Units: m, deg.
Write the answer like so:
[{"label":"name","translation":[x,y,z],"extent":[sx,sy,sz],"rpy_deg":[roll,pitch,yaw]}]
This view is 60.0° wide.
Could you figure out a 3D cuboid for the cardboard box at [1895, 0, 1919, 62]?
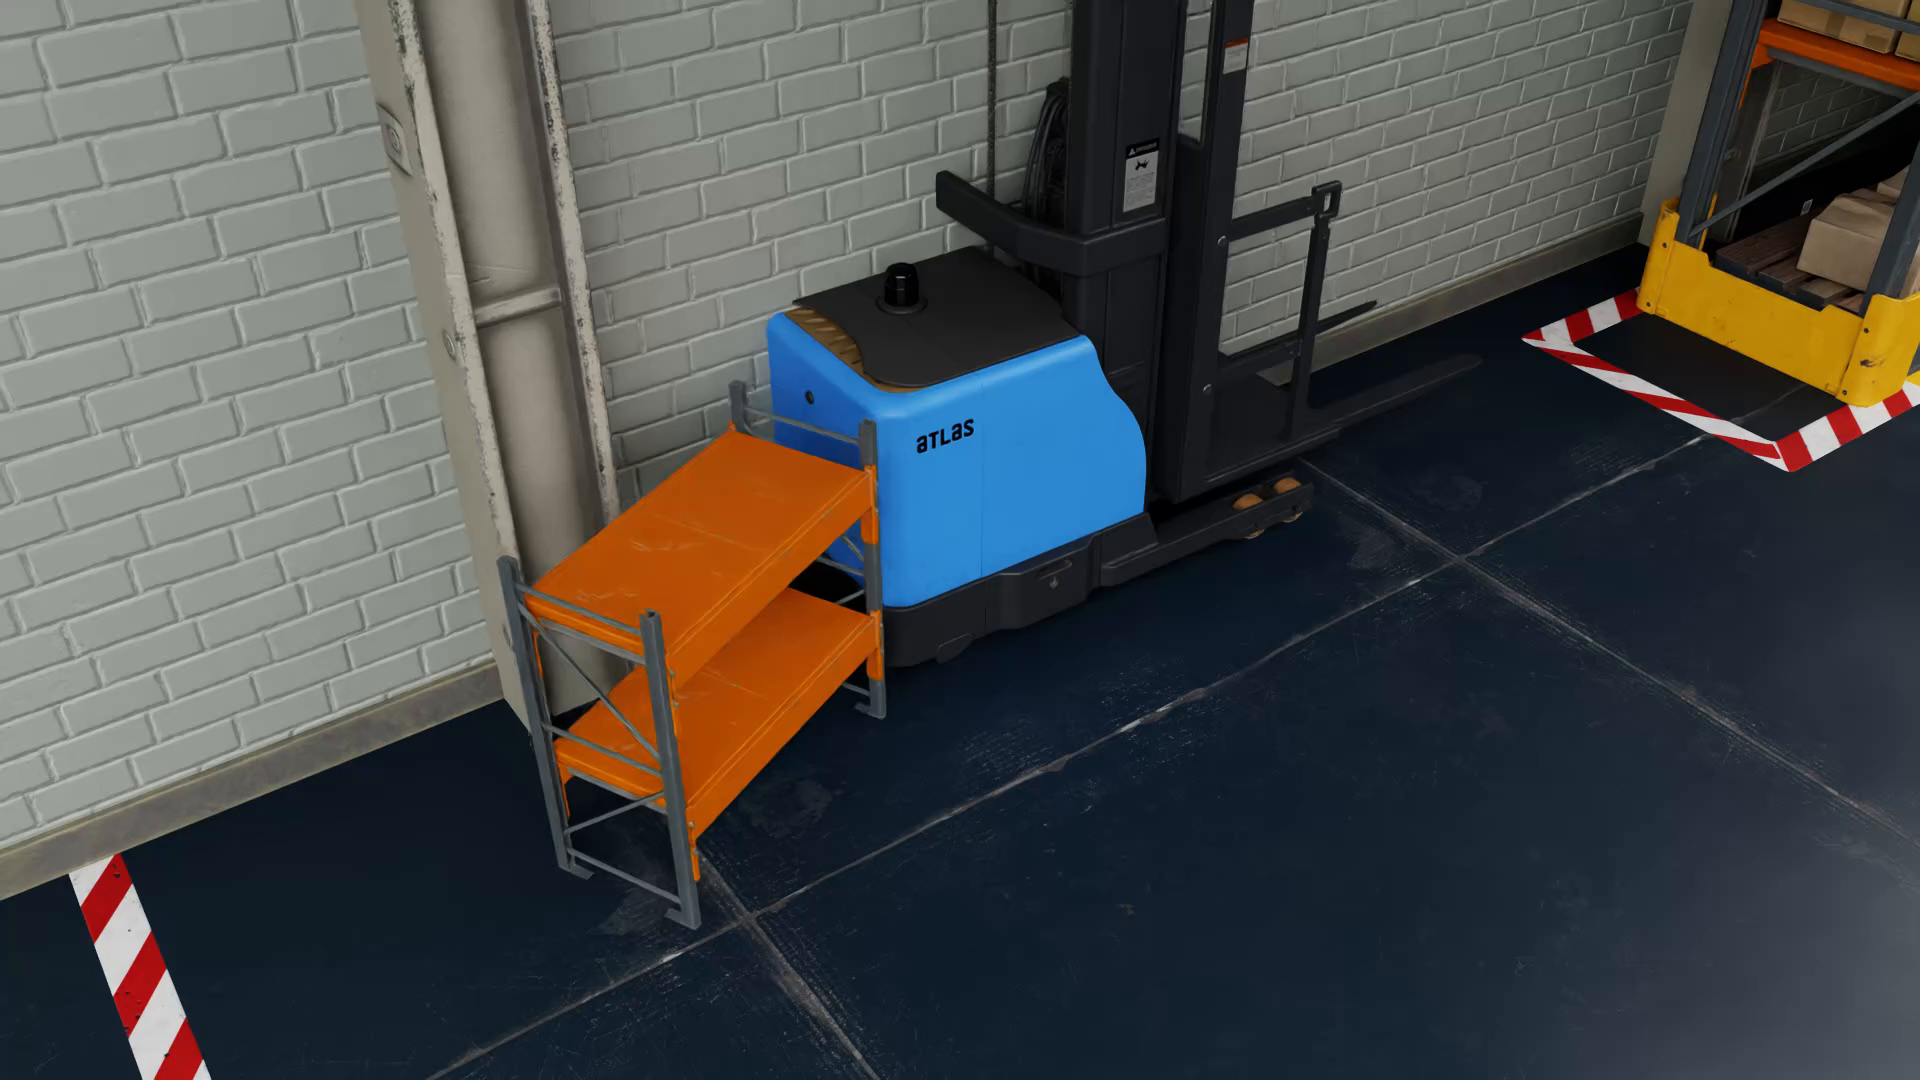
[{"label":"cardboard box","translation":[4.130,-2.035,6.622],"extent":[0.500,0.250,0.500],"rpy_deg":[-24,42,-29]}]

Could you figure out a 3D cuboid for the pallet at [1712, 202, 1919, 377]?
[{"label":"pallet","translation":[4.295,-1.225,7.772],"extent":[1.213,0.211,1.003],"rpy_deg":[-22,41,-28]}]

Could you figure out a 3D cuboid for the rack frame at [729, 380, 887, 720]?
[{"label":"rack frame","translation":[-0.467,0.053,5.213],"extent":[0.500,1.125,0.032],"rpy_deg":[18,39,23]}]

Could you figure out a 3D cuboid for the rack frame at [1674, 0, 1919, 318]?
[{"label":"rack frame","translation":[3.548,-2.075,6.566],"extent":[0.127,3.000,1.000],"rpy_deg":[-22,41,-28]}]

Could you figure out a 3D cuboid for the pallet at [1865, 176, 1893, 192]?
[{"label":"pallet","translation":[5.291,-1.633,8.339],"extent":[1.213,0.211,1.003],"rpy_deg":[-22,41,-28]}]

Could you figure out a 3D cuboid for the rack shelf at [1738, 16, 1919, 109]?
[{"label":"rack shelf","translation":[5.183,-2.456,7.711],"extent":[4.000,0.370,1.077],"rpy_deg":[-22,41,-28]}]

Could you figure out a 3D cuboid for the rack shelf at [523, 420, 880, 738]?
[{"label":"rack shelf","translation":[-0.714,0.075,4.682],"extent":[0.538,0.278,1.000],"rpy_deg":[18,39,23]}]

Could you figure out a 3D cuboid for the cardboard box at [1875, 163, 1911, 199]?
[{"label":"cardboard box","translation":[4.632,-1.544,7.753],"extent":[0.500,0.311,0.500],"rpy_deg":[-19,40,-24]}]

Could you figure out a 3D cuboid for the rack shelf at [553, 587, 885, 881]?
[{"label":"rack shelf","translation":[-0.714,0.511,4.995],"extent":[0.538,0.278,1.000],"rpy_deg":[18,39,23]}]

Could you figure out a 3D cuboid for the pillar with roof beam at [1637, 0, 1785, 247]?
[{"label":"pillar with roof beam","translation":[6.102,-3.104,2.859],"extent":[0.400,9.000,9.100],"rpy_deg":[-22,41,-28]}]

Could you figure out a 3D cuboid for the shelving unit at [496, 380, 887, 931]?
[{"label":"shelving unit","translation":[-0.714,0.312,4.853],"extent":[0.538,1.125,1.048],"rpy_deg":[18,39,23]}]

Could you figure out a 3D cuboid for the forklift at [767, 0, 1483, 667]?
[{"label":"forklift","translation":[0.737,-1.430,5.729],"extent":[3.031,2.935,1.130],"rpy_deg":[-21,41,-27]}]

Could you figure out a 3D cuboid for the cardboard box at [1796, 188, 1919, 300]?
[{"label":"cardboard box","translation":[4.166,-1.352,7.487],"extent":[0.500,0.311,0.500],"rpy_deg":[-28,44,-33]}]

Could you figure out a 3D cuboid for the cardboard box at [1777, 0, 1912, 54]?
[{"label":"cardboard box","translation":[3.819,-2.272,6.951],"extent":[0.500,0.250,0.500],"rpy_deg":[-22,41,-27]}]

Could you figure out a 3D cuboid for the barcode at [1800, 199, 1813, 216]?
[{"label":"barcode","translation":[3.950,-1.552,7.758],"extent":[0.075,0.075,0.001],"rpy_deg":[-22,41,-28]}]

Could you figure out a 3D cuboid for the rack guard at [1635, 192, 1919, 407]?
[{"label":"rack guard","translation":[3.610,-1.086,7.331],"extent":[0.348,0.500,1.175],"rpy_deg":[-22,41,-28]}]

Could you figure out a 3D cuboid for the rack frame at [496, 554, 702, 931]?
[{"label":"rack frame","translation":[-0.961,0.572,4.492],"extent":[0.500,1.125,0.032],"rpy_deg":[18,39,23]}]
